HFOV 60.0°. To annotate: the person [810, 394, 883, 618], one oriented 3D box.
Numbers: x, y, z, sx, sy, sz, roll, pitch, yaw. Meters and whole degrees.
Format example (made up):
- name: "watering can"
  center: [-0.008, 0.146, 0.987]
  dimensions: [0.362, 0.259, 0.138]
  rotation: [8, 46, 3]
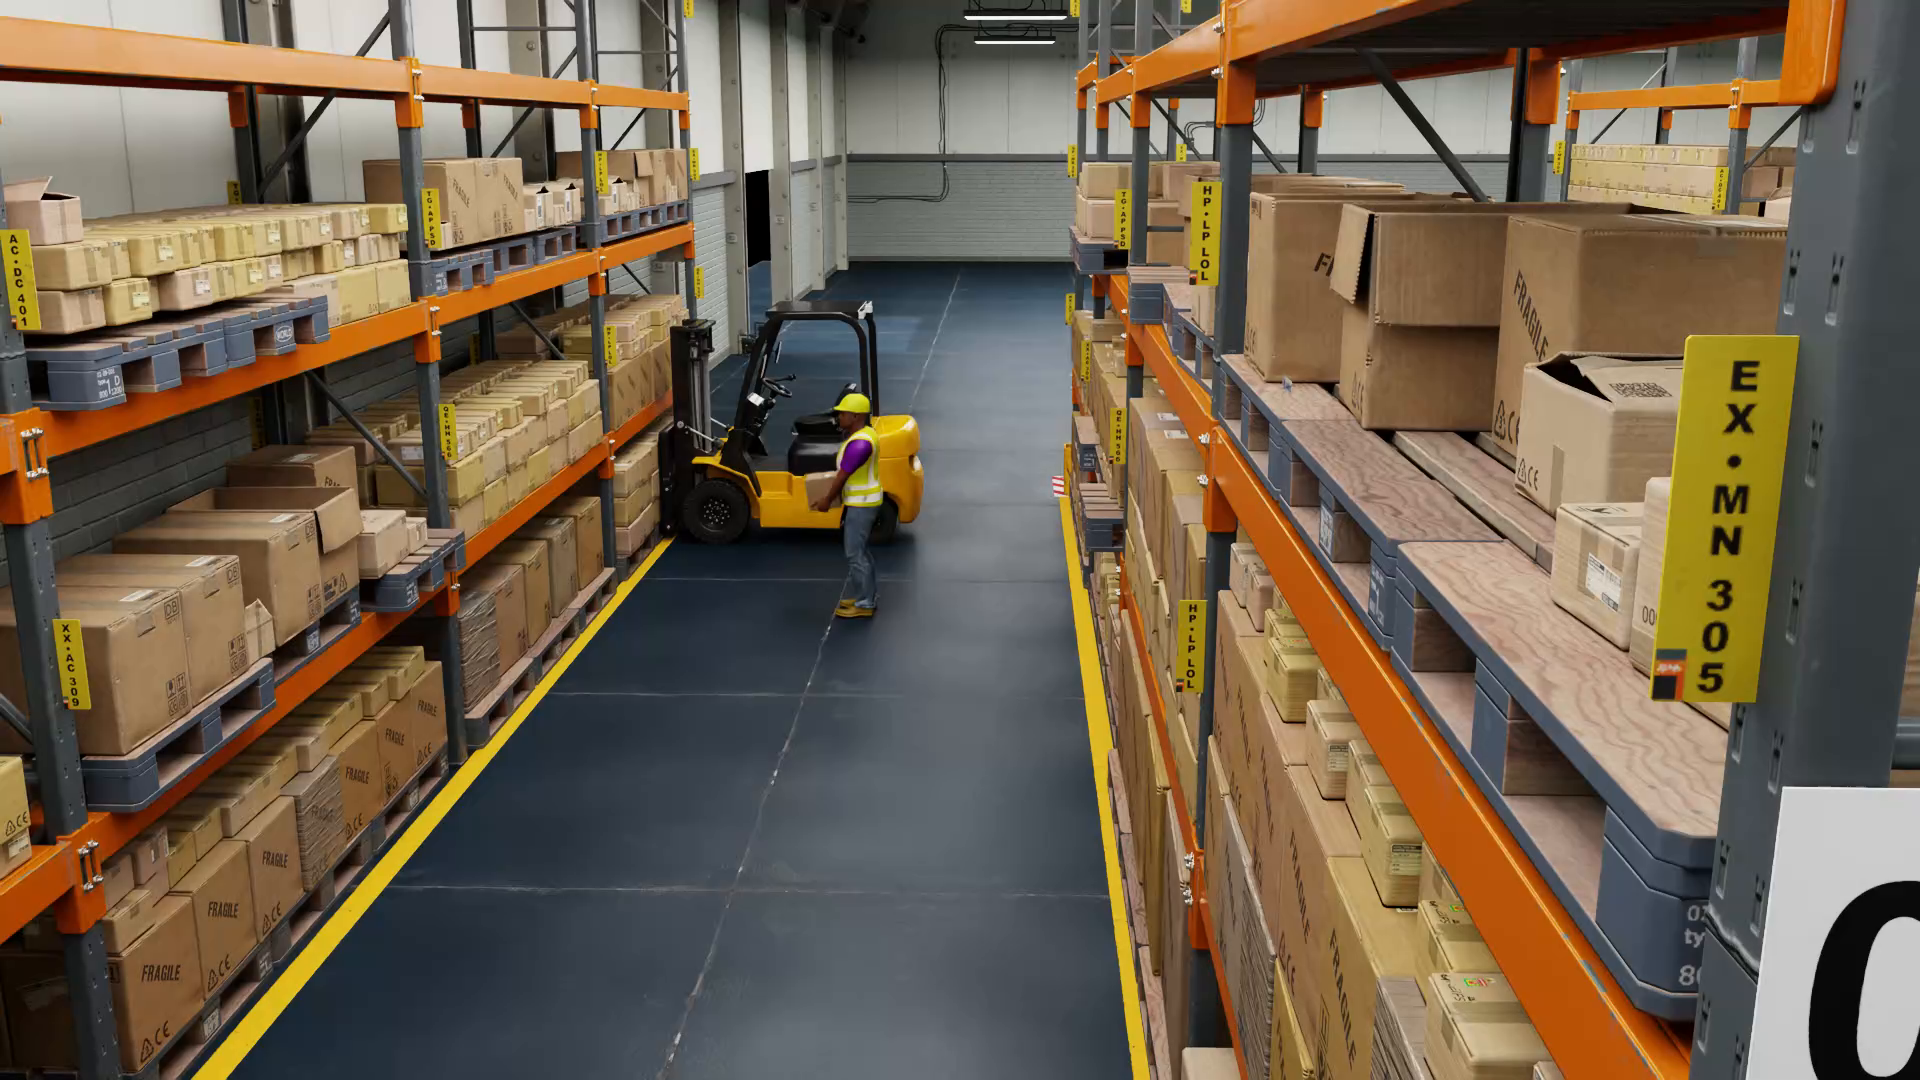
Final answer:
- name: "person"
  center: [-0.886, -0.279, 13.088]
  dimensions: [0.566, 1.762, 0.505]
  rotation: [0, 14, 1]
